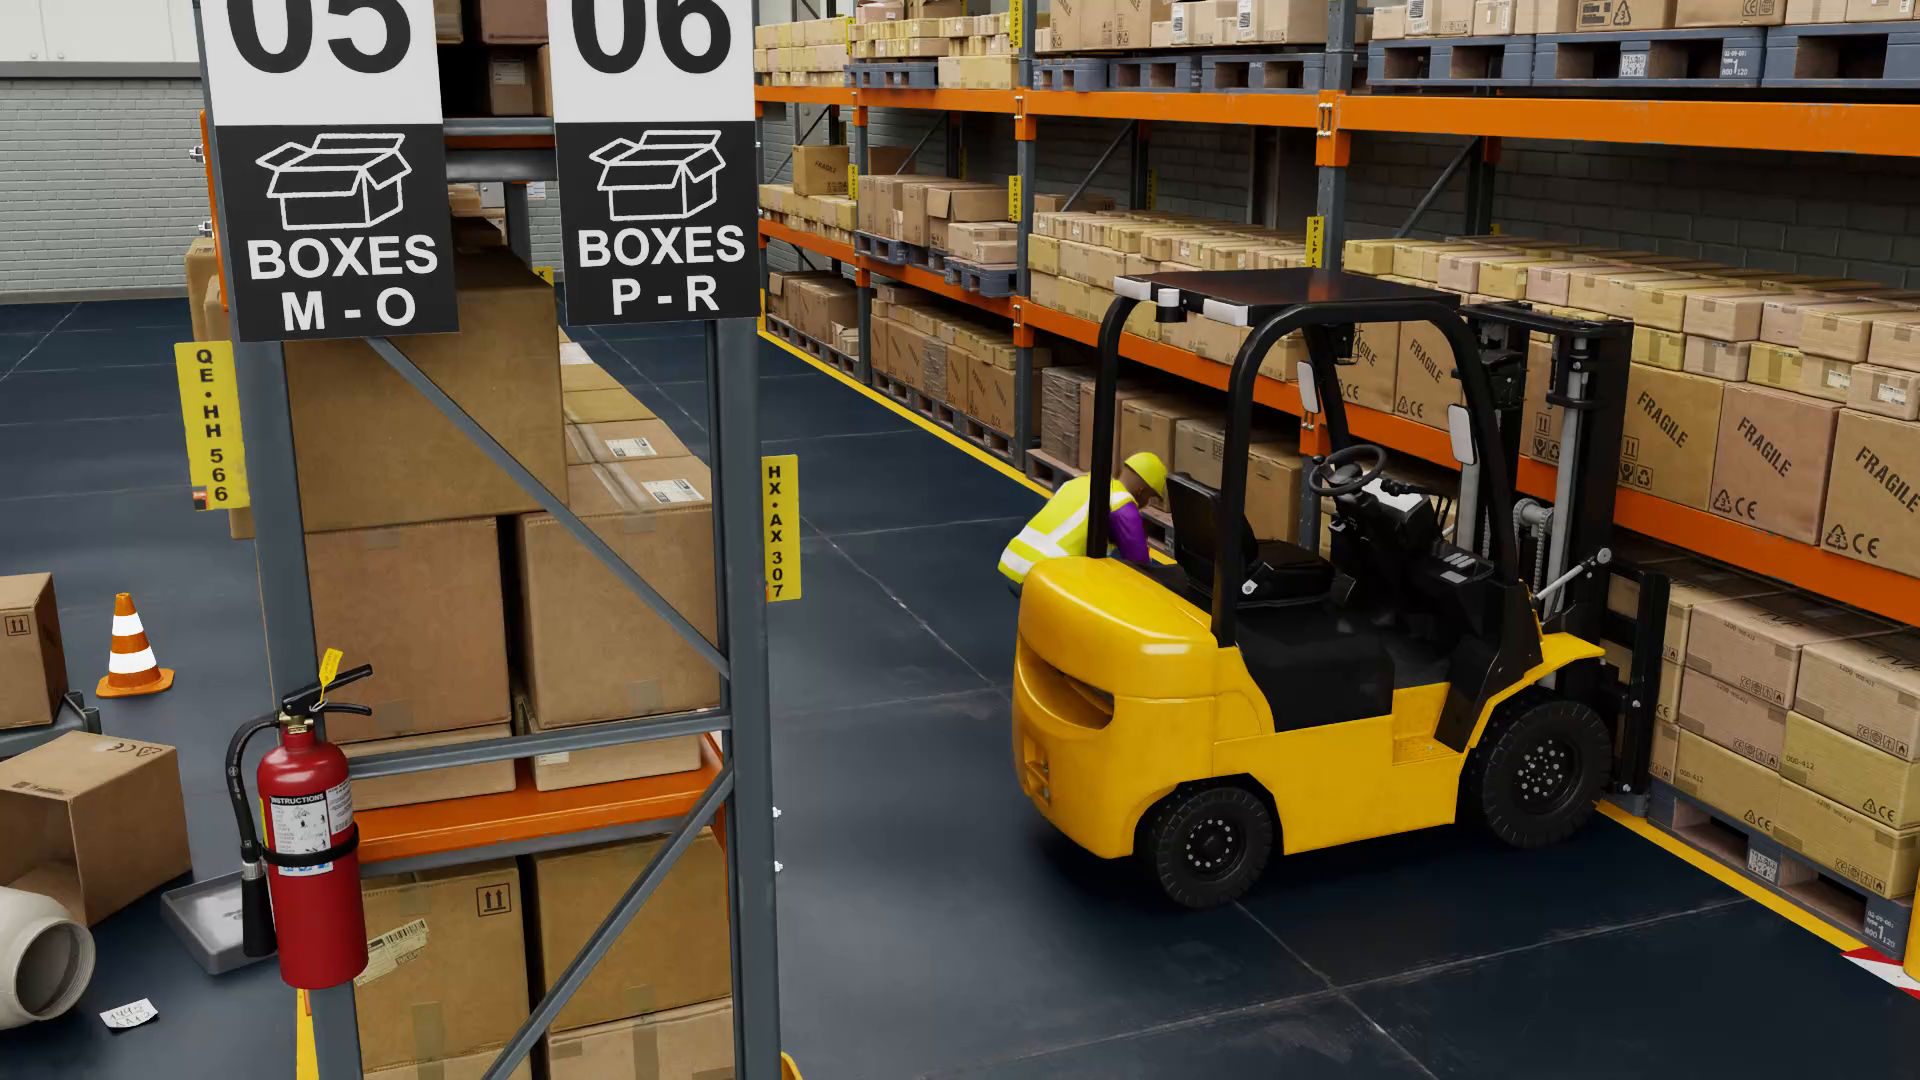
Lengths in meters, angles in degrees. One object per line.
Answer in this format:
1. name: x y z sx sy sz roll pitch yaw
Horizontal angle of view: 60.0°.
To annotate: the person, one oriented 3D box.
1. person: 0.596 0.175 7.977 0.856 1.167 0.615 -6 17 -20
